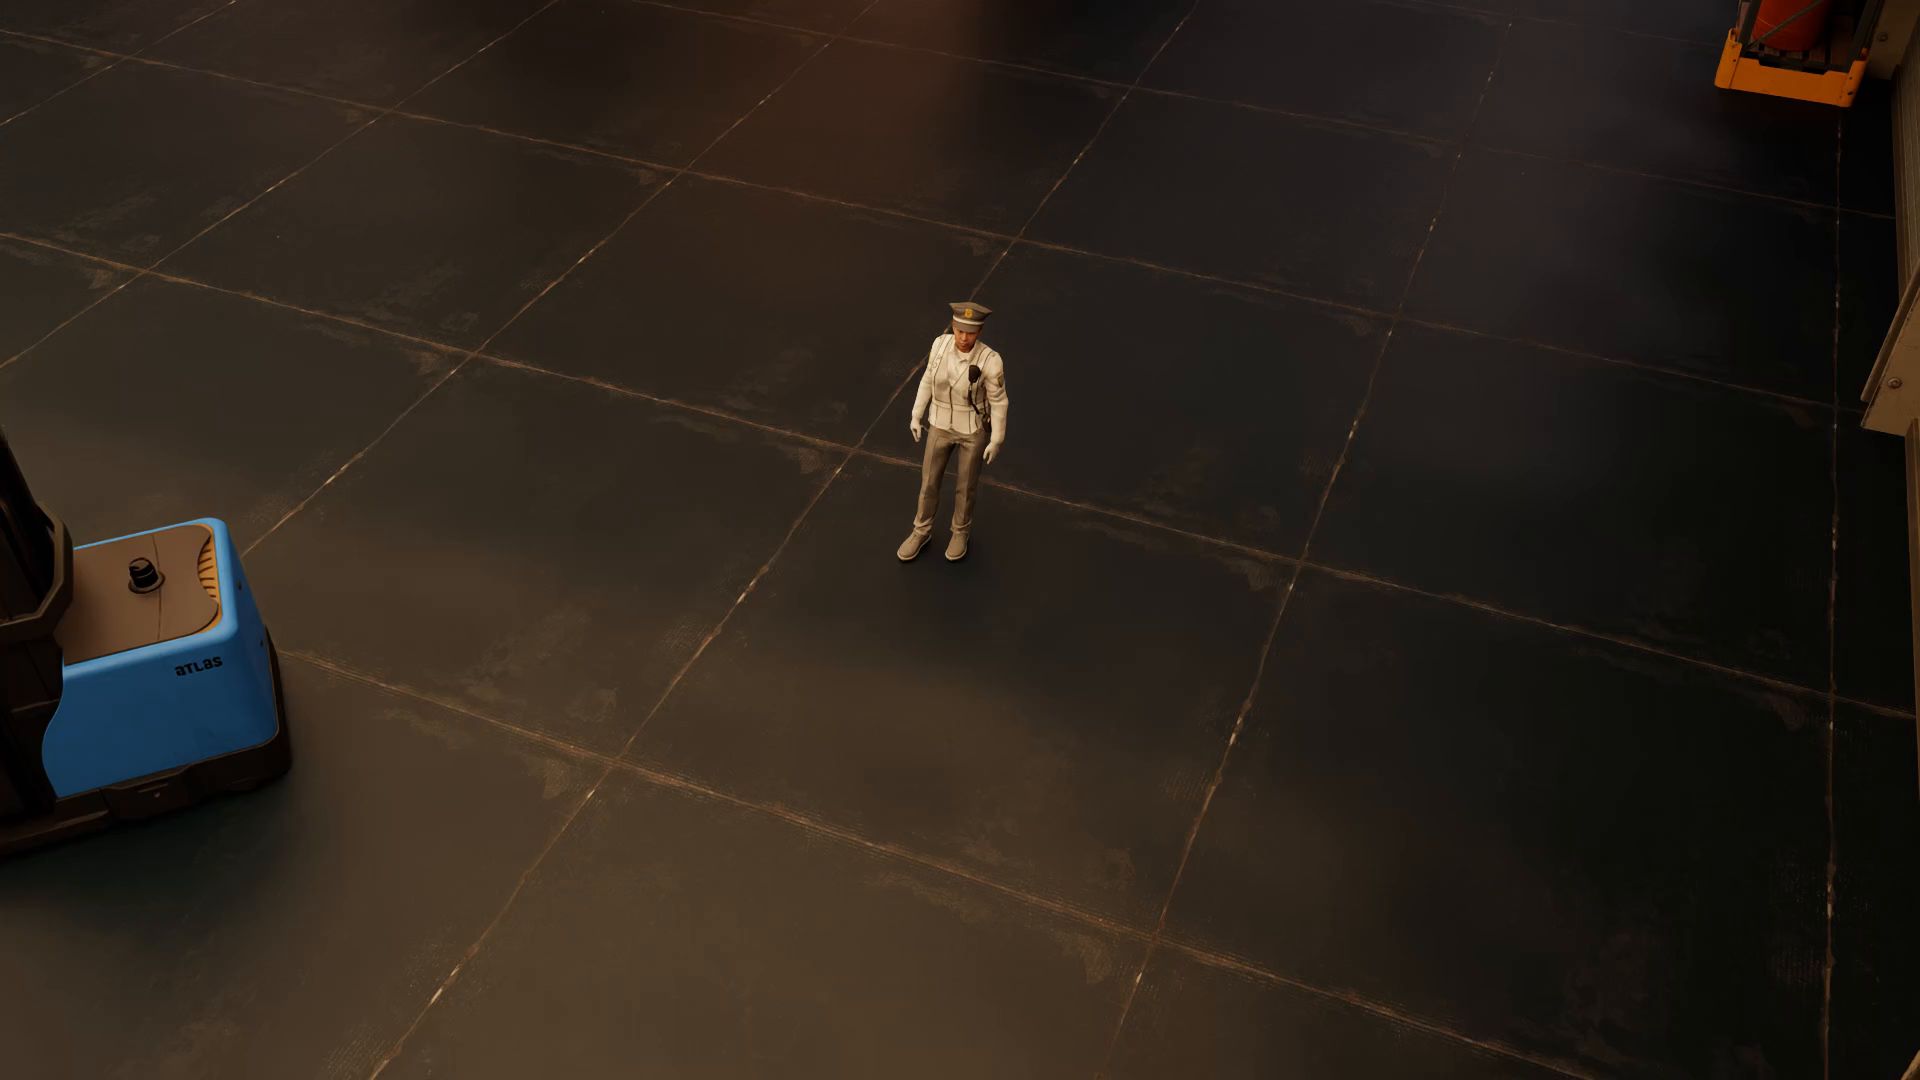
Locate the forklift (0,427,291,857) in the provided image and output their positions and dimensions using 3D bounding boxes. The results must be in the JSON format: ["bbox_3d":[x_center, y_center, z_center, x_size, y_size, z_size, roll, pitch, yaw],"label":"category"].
[{"bbox_3d":[-5.098,0.207,7.759,3.031,2.935,1.130,-15,42,-17],"label":"forklift"}]

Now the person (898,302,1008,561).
[{"bbox_3d":[-0.032,-0.612,9.698,0.587,1.684,0.531,15,42,17],"label":"person"}]
